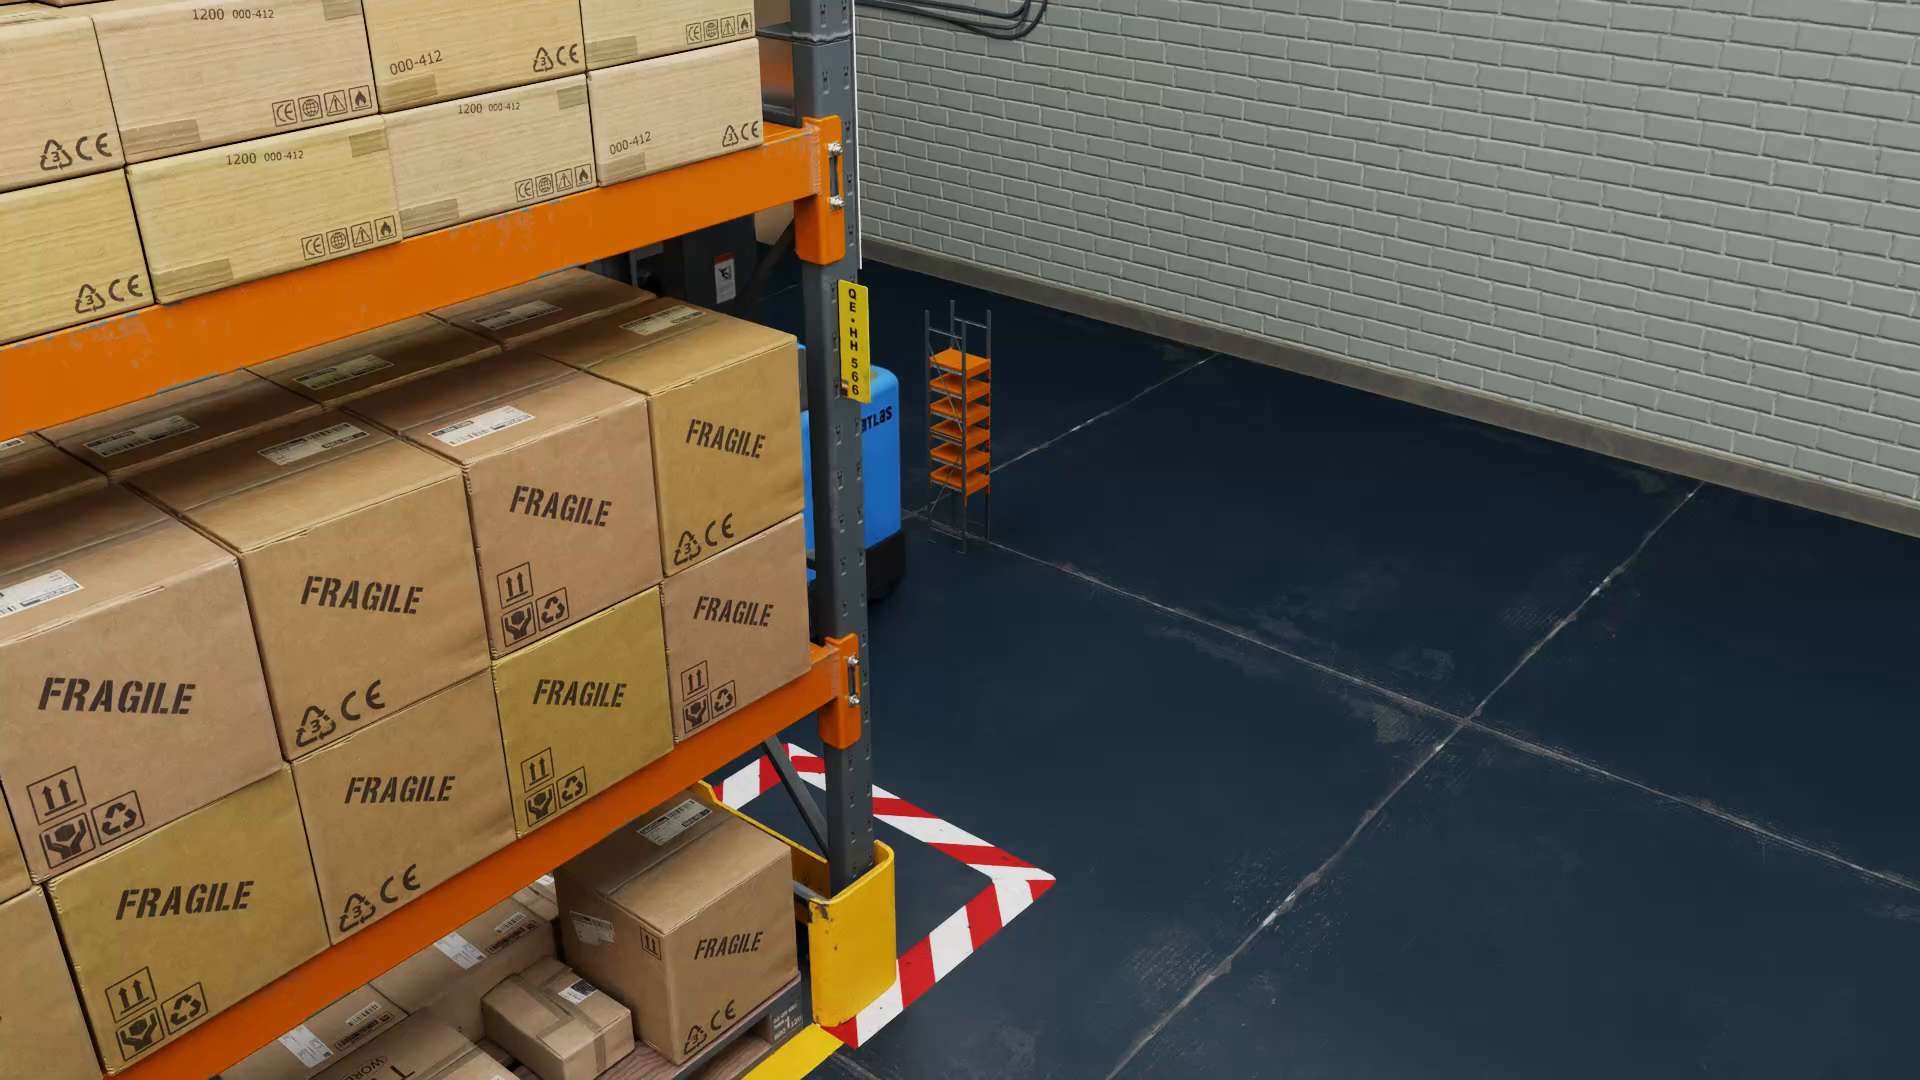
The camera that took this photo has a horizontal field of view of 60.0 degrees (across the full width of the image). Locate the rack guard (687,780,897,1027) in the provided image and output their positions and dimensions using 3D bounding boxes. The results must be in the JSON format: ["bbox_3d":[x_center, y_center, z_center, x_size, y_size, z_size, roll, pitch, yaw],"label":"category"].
[{"bbox_3d":[-0.742,1.102,5.575,1.175,0.500,0.348,21,34,34],"label":"rack guard"}]

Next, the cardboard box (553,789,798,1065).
[{"bbox_3d":[-0.849,1.145,5.015,0.500,0.500,0.500,21,34,34],"label":"cardboard box"}]

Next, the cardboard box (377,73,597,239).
[{"bbox_3d":[-1.143,-0.867,3.561,0.500,0.250,0.500,21,34,34],"label":"cardboard box"}]

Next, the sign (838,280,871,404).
[{"bbox_3d":[-0.278,-0.520,4.387,0.100,0.325,0.005,21,34,34],"label":"sign"}]

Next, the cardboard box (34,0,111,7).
[{"bbox_3d":[-1.626,-1.308,3.052,0.700,0.500,0.500,21,34,34],"label":"cardboard box"}]

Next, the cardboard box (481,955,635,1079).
[{"bbox_3d":[-1.176,1.410,4.865,0.380,0.166,0.250,21,34,34],"label":"cardboard box"}]

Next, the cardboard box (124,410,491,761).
[{"bbox_3d":[-1.411,0.079,3.635,0.500,0.500,0.500,22,34,36],"label":"cardboard box"}]

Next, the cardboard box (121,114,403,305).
[{"bbox_3d":[-1.451,-0.686,3.211,0.500,0.250,0.500,21,34,34],"label":"cardboard box"}]

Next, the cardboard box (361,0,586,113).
[{"bbox_3d":[-1.141,-1.089,3.445,0.500,0.250,0.500,21,34,34],"label":"cardboard box"}]

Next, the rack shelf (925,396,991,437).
[{"bbox_3d":[-0.009,-0.595,7.930,0.258,0.103,0.180,21,34,34],"label":"rack shelf"}]

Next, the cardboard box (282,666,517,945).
[{"bbox_3d":[-1.417,0.519,3.873,0.500,0.500,0.500,21,34,35],"label":"cardboard box"}]

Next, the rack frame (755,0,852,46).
[{"bbox_3d":[-0.694,-2.700,3.675,1.000,3.000,0.127,21,34,34],"label":"rack frame"}]

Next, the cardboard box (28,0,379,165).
[{"bbox_3d":[-1.462,-0.913,3.104,0.500,0.250,0.500,21,34,34],"label":"cardboard box"}]

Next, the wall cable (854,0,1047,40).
[{"bbox_3d":[-0.645,-4.668,10.859,3.097,2.526,0.112,21,34,34],"label":"wall cable"}]

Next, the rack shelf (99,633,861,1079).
[{"bbox_3d":[-1.966,0.994,3.848,1.077,0.370,4.000,21,34,34],"label":"rack shelf"}]

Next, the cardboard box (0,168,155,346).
[{"bbox_3d":[-1.782,-0.514,2.877,0.500,0.250,0.500,21,34,34],"label":"cardboard box"}]

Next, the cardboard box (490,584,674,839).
[{"bbox_3d":[-1.096,0.344,4.212,0.500,0.500,0.500,21,34,35],"label":"cardboard box"}]

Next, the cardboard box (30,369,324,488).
[{"bbox_3d":[-1.828,-0.080,3.943,0.500,0.500,0.500,21,34,35],"label":"cardboard box"}]

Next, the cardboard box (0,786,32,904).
[{"bbox_3d":[-2.066,0.445,2.929,0.500,0.500,0.500,20,33,33],"label":"cardboard box"}]

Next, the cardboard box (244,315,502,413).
[{"bbox_3d":[-1.506,-0.256,4.283,0.500,0.500,0.500,21,34,35],"label":"cardboard box"}]

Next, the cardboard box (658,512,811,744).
[{"bbox_3d":[-0.768,0.159,4.569,0.500,0.500,0.500,22,35,36],"label":"cardboard box"}]

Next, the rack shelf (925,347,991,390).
[{"bbox_3d":[-0.009,-0.808,7.819,0.258,0.103,0.180,21,34,34],"label":"rack shelf"}]

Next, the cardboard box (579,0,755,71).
[{"bbox_3d":[-0.824,-1.266,3.787,0.500,0.250,0.500,21,34,34],"label":"cardboard box"}]

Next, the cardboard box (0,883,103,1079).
[{"bbox_3d":[-2.060,0.879,3.178,0.500,0.500,0.500,21,34,34],"label":"cardboard box"}]

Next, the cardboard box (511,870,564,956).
[{"bbox_3d":[-1.384,1.165,5.339,0.380,0.166,0.250,21,34,34],"label":"cardboard box"}]

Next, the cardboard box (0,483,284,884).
[{"bbox_3d":[-1.738,0.261,3.283,0.500,0.500,0.500,22,35,36],"label":"cardboard box"}]

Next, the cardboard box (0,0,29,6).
[{"bbox_3d":[-2.017,-1.158,2.762,0.700,0.500,0.500,21,34,34],"label":"cardboard box"}]

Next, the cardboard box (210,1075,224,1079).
[{"bbox_3d":[-2.047,1.629,4.075,0.797,0.503,0.637,21,34,34],"label":"cardboard box"}]

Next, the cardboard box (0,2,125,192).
[{"bbox_3d":[-1.775,-0.733,2.758,0.500,0.250,0.500,21,34,34],"label":"cardboard box"}]

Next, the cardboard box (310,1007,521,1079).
[{"bbox_3d":[-1.477,1.584,4.438,0.500,0.250,0.500,21,34,34],"label":"cardboard box"}]

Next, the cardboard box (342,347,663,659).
[{"bbox_3d":[-1.085,-0.106,3.993,0.500,0.500,0.500,22,34,36],"label":"cardboard box"}]

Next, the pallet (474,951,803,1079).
[{"bbox_3d":[-1.248,1.514,5.095,1.003,0.211,1.213,21,34,34],"label":"pallet"}]

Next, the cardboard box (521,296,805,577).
[{"bbox_3d":[-0.764,-0.285,4.340,0.500,0.500,0.500,20,34,34],"label":"cardboard box"}]

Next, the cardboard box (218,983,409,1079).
[{"bbox_3d":[-1.894,1.455,4.686,0.500,0.250,0.500,21,34,34],"label":"cardboard box"}]

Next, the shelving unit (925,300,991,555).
[{"bbox_3d":[-0.009,-0.528,7.964,0.258,1.200,0.189,21,34,34],"label":"shelving unit"}]

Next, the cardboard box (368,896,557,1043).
[{"bbox_3d":[-1.576,1.278,5.029,0.500,0.250,0.500,21,34,34],"label":"cardboard box"}]

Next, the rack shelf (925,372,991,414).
[{"bbox_3d":[-0.009,-0.701,7.875,0.258,0.103,0.180,21,34,34],"label":"rack shelf"}]

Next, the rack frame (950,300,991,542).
[{"bbox_3d":[0.049,-0.560,8.027,0.240,1.200,0.006,21,34,34],"label":"rack frame"}]

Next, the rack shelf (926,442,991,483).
[{"bbox_3d":[-0.009,-0.382,8.040,0.258,0.103,0.180,21,34,34],"label":"rack shelf"}]

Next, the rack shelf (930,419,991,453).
[{"bbox_3d":[-0.009,-0.488,7.985,0.258,0.103,0.180,21,34,34],"label":"rack shelf"}]

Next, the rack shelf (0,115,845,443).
[{"bbox_3d":[-1.966,-0.339,3.159,1.077,0.370,4.000,21,34,34],"label":"rack shelf"}]

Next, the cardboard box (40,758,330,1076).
[{"bbox_3d":[-1.738,0.698,3.528,0.500,0.500,0.500,20,34,34],"label":"cardboard box"}]

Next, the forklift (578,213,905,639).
[{"bbox_3d":[-1.552,-0.690,6.394,1.130,2.935,3.031,19,33,33],"label":"forklift"}]

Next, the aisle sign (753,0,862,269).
[{"bbox_3d":[-0.414,-1.124,4.330,0.394,0.787,0.004,21,34,34],"label":"aisle sign"}]

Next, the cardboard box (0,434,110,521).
[{"bbox_3d":[-2.150,0.101,3.594,0.500,0.500,0.500,20,34,34],"label":"cardboard box"}]

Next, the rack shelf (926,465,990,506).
[{"bbox_3d":[-0.009,-0.275,8.095,0.258,0.103,0.180,21,34,34],"label":"rack shelf"}]

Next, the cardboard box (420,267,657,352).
[{"bbox_3d":[-1.179,-0.443,4.645,0.500,0.500,0.500,22,35,36],"label":"cardboard box"}]

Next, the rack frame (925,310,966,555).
[{"bbox_3d":[-0.067,-0.495,7.902,0.240,1.200,0.006,21,34,34],"label":"rack frame"}]

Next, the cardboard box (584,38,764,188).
[{"bbox_3d":[-0.817,-1.041,3.897,0.500,0.250,0.500,21,34,34],"label":"cardboard box"}]

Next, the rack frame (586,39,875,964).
[{"bbox_3d":[-0.694,-0.035,5.053,1.000,3.000,0.127,21,34,34],"label":"rack frame"}]
